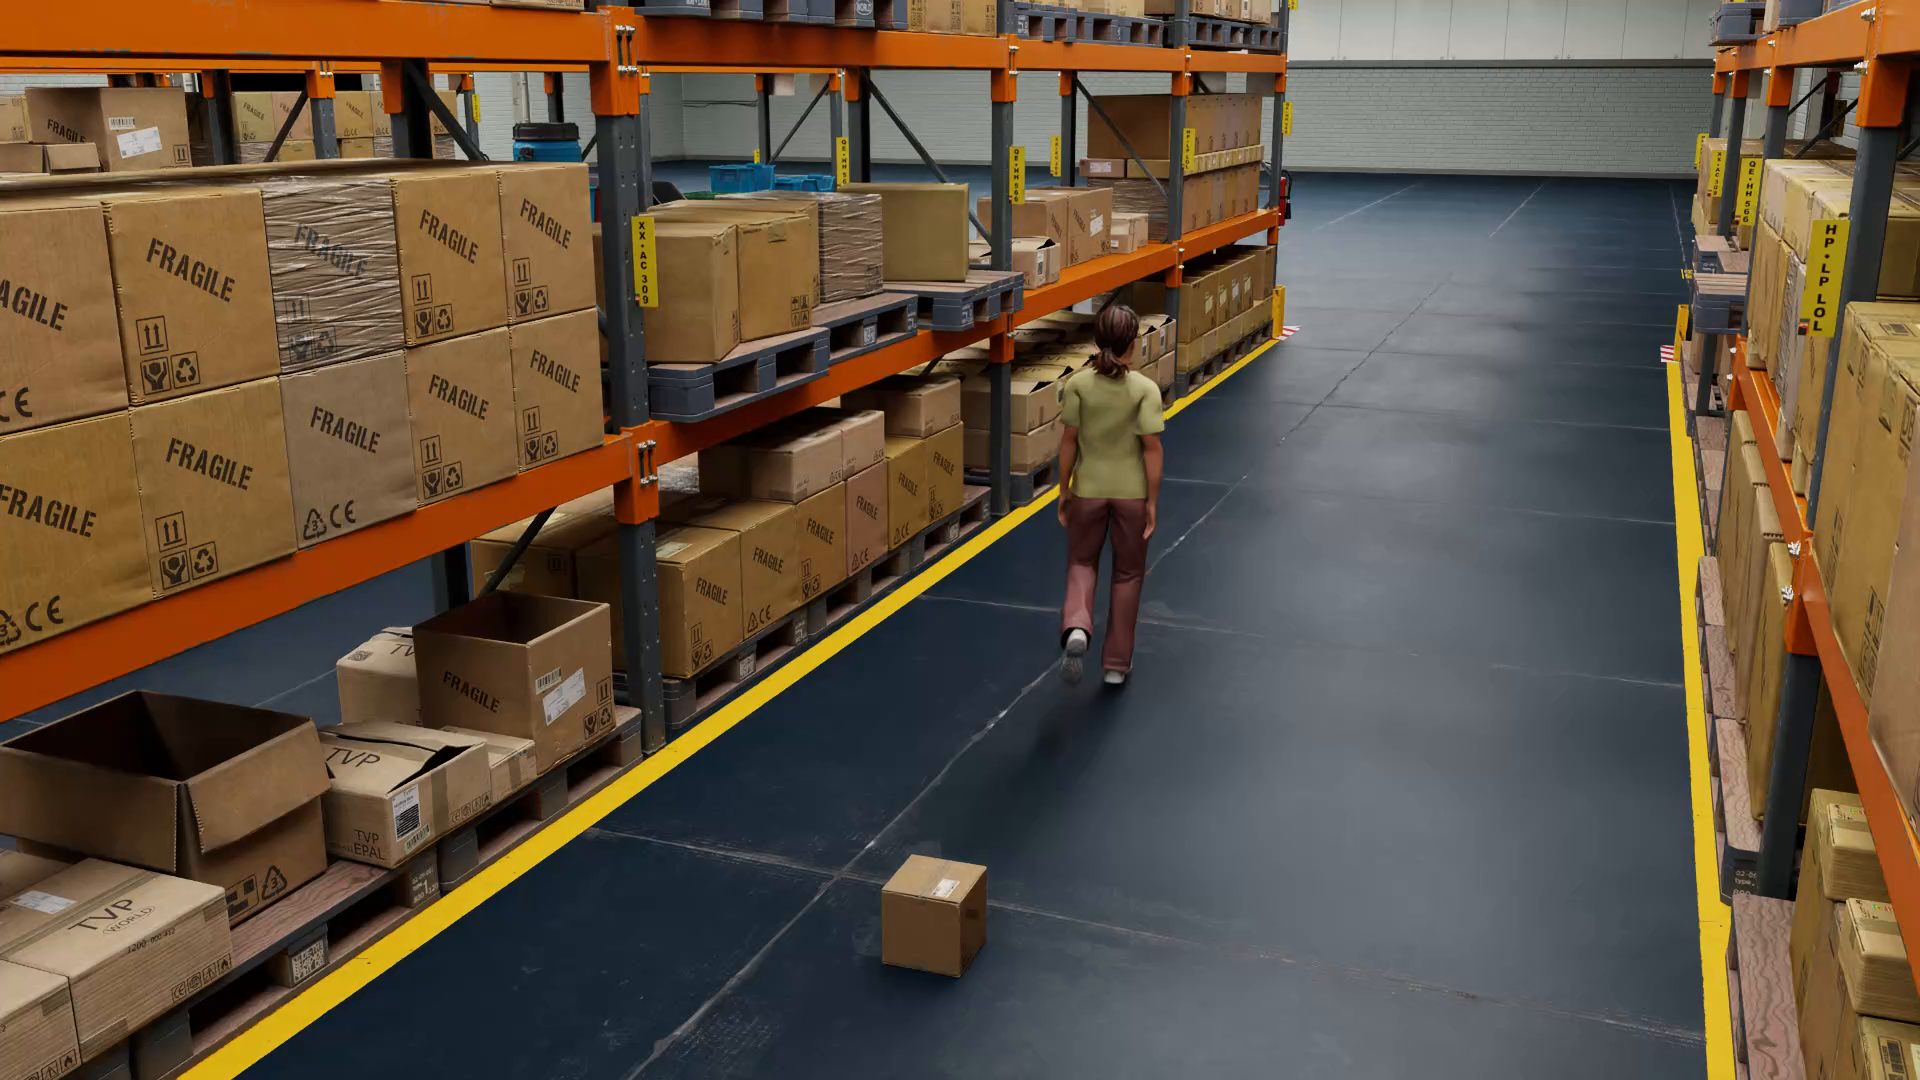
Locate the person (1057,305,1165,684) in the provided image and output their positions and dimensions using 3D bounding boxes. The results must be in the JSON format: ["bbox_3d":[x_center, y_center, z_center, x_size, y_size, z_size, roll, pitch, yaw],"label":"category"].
[{"bbox_3d":[0.632,-0.163,7.030,0.457,1.655,0.623,4,16,14],"label":"person"}]
